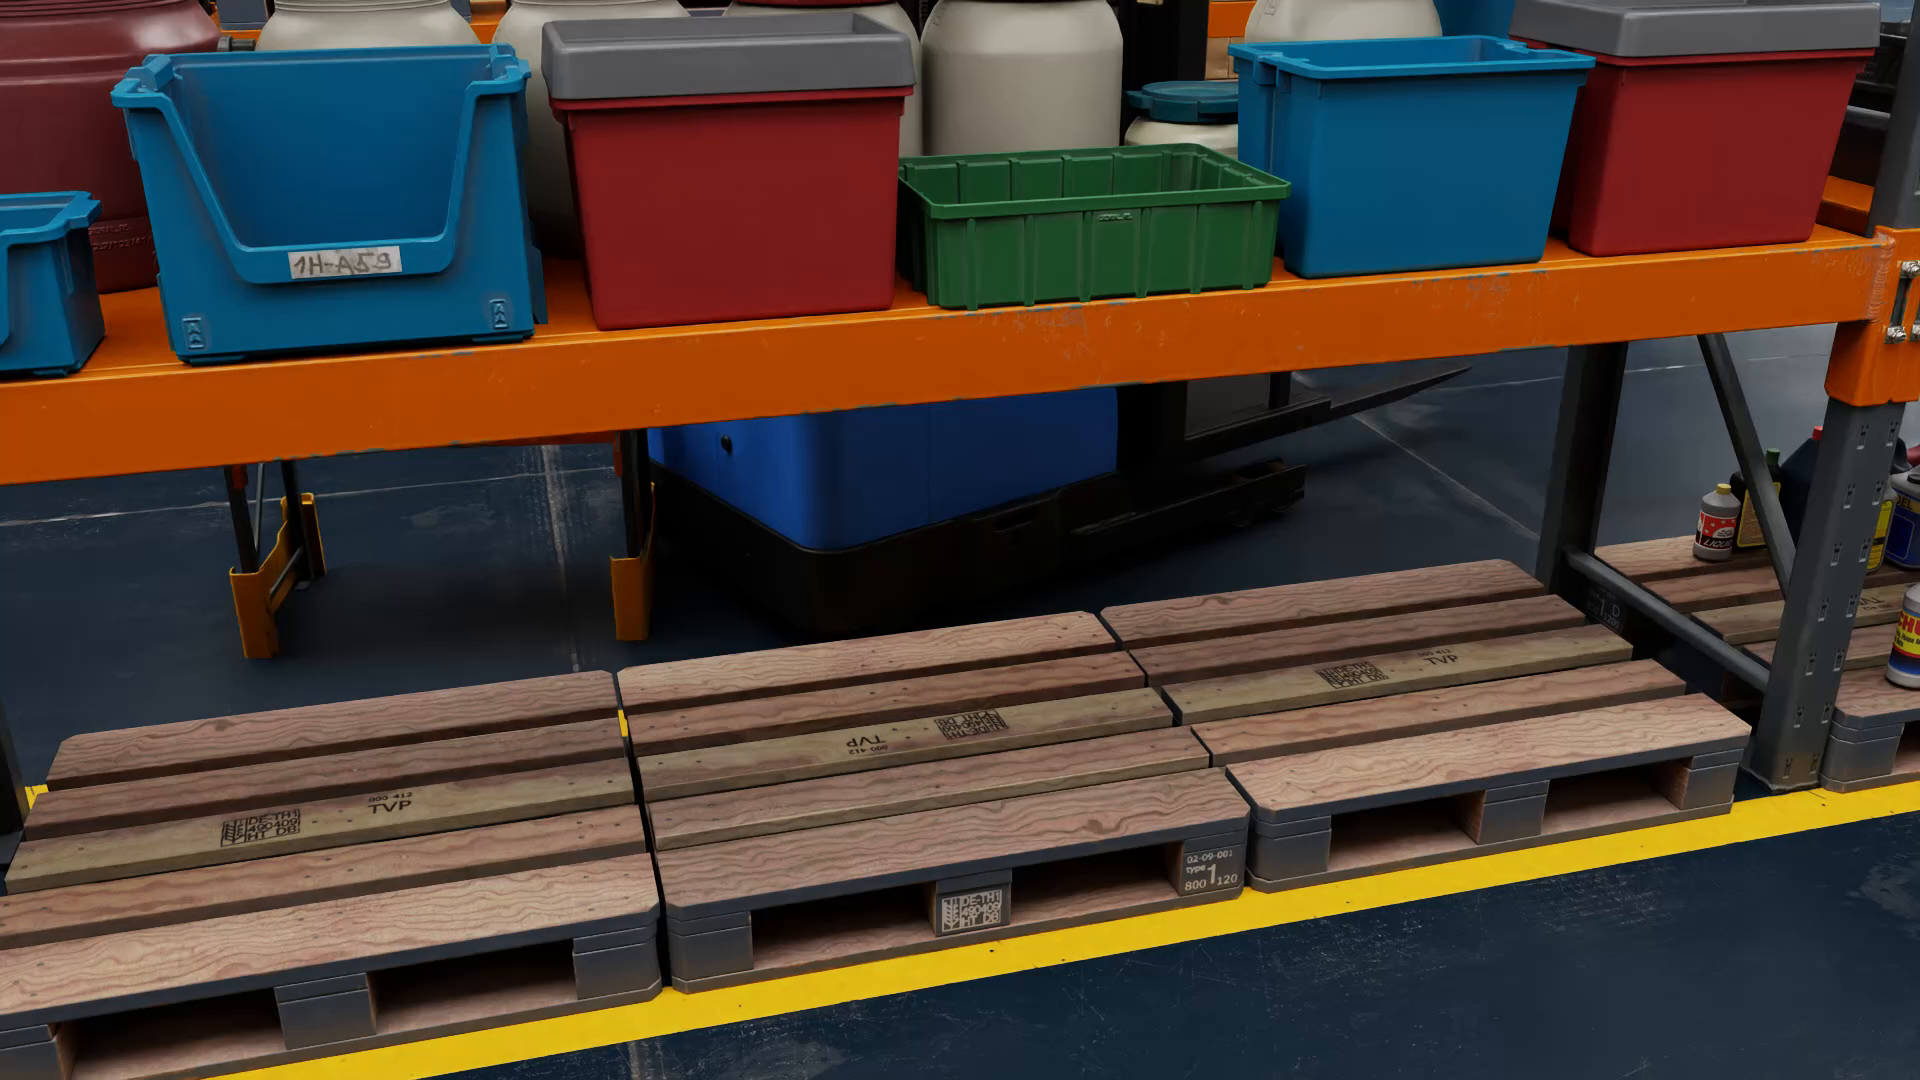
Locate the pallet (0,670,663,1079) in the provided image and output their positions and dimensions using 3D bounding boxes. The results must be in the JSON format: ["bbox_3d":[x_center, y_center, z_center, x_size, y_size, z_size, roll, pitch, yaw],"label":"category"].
[{"bbox_3d":[-1.280,0.658,3.448,1.213,0.211,1.003,-6,24,-14],"label":"pallet"}]

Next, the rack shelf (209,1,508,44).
[{"bbox_3d":[-1.449,-2.318,7.761,4.000,0.370,1.077,-6,24,-14],"label":"rack shelf"}]

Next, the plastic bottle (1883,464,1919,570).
[{"bbox_3d":[2.606,-0.077,4.521,0.135,0.276,0.152,-6,24,-14],"label":"plastic bottle"}]

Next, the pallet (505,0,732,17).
[{"bbox_3d":[-1.480,-2.574,7.688,1.213,0.211,1.003,-6,24,-14],"label":"pallet"}]

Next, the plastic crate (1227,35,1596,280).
[{"bbox_3d":[0.837,-0.738,3.187,0.575,0.384,0.392,-6,24,-14],"label":"plastic crate"}]

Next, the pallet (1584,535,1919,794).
[{"bbox_3d":[2.473,0.244,4.413,1.213,0.211,1.003,-6,24,-14],"label":"pallet"}]

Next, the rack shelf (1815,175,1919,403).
[{"bbox_3d":[3.740,-0.864,4.371,4.000,0.370,1.077,-6,24,-14],"label":"rack shelf"}]

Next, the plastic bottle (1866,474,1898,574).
[{"bbox_3d":[2.396,-0.090,4.456,0.185,0.351,0.144,-6,24,-14],"label":"plastic bottle"}]

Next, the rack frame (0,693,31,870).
[{"bbox_3d":[-2.037,-0.555,2.740,0.127,3.000,1.000,-6,24,-14],"label":"rack frame"}]

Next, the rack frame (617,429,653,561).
[{"bbox_3d":[-0.917,-0.523,4.566,0.032,1.500,0.500,-2,23,-5],"label":"rack frame"}]

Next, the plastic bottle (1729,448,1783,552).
[{"bbox_3d":[2.189,-0.112,4.593,0.133,0.283,0.061,-5,24,-12],"label":"plastic bottle"}]

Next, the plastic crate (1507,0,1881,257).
[{"bbox_3d":[1.431,-0.843,3.330,0.583,0.464,0.402,-6,24,-14],"label":"plastic crate"}]

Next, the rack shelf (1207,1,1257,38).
[{"bbox_3d":[2.402,-2.744,8.754,4.000,0.370,1.077,-6,24,-14],"label":"rack shelf"}]

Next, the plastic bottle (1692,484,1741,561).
[{"bbox_3d":[2.080,-0.055,4.564,0.097,0.201,0.097,0,23,0],"label":"plastic bottle"}]

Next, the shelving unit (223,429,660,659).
[{"bbox_3d":[-1.432,-0.502,4.518,1.083,1.500,0.587,-2,23,-5],"label":"shelving unit"}]

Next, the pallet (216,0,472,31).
[{"bbox_3d":[-2.717,-2.464,7.432,1.003,0.211,1.213,-6,24,-14],"label":"pallet"}]

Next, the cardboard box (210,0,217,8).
[{"bbox_3d":[-5.205,-3.546,11.397,0.500,0.250,0.500,-7,24,-16],"label":"cardboard box"}]

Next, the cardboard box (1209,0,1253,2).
[{"bbox_3d":[1.242,-2.714,8.089,0.250,0.149,0.380,-6,24,-14],"label":"cardboard box"}]

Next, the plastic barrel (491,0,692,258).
[{"bbox_3d":[-0.698,-0.842,3.267,0.421,0.512,0.421,0,23,0],"label":"plastic barrel"}]

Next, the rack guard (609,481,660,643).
[{"bbox_3d":[-0.936,0.053,4.811,0.087,0.250,0.587,-2,23,-5],"label":"rack guard"}]

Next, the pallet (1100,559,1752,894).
[{"bbox_3d":[1.069,0.398,4.054,1.213,0.211,1.003,-6,24,-14],"label":"pallet"}]

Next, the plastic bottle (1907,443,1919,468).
[{"bbox_3d":[2.687,-0.167,4.722,0.133,0.283,0.061,-5,24,-11],"label":"plastic bottle"}]

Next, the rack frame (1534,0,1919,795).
[{"bbox_3d":[1.815,-0.981,3.733,0.127,3.000,1.000,-6,24,-14],"label":"rack frame"}]

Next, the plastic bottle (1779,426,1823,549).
[{"bbox_3d":[2.357,-0.144,4.584,0.185,0.351,0.144,-7,24,-16],"label":"plastic bottle"}]

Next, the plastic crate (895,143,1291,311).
[{"bbox_3d":[0.214,-0.591,3.093,0.662,0.188,0.450,-6,24,-14],"label":"plastic crate"}]

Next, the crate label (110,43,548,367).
[{"bbox_3d":[-1.007,-0.575,2.740,0.616,0.435,0.502,-6,24,-14],"label":"crate label"}]

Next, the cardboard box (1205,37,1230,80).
[{"bbox_3d":[1.604,-4.206,13.411,0.875,0.875,0.875,-7,24,-15],"label":"cardboard box"}]

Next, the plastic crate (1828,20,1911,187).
[{"bbox_3d":[2.353,-0.960,3.763,0.504,0.338,0.767,-6,24,-14],"label":"plastic crate"}]

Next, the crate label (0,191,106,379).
[{"bbox_3d":[-1.530,-0.381,2.546,0.416,0.233,0.303,-6,24,-14],"label":"crate label"}]

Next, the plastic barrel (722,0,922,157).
[{"bbox_3d":[-0.289,-0.901,3.373,0.433,0.535,0.433,0,23,0],"label":"plastic barrel"}]

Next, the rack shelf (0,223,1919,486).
[{"bbox_3d":[-0.111,-0.438,3.378,4.000,0.370,1.077,-6,24,-14],"label":"rack shelf"}]

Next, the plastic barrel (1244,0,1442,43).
[{"bbox_3d":[0.834,-1.025,3.663,0.433,0.535,0.433,0,23,0],"label":"plastic barrel"}]

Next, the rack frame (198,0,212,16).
[{"bbox_3d":[-3.375,-2.436,7.123,0.127,3.000,1.000,-6,24,-14],"label":"rack frame"}]

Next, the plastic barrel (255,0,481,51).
[{"bbox_3d":[-1.104,-0.797,3.162,0.421,0.512,0.421,0,23,0],"label":"plastic barrel"}]

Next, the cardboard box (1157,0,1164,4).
[{"bbox_3d":[1.009,-2.677,8.003,0.250,0.149,0.380,-6,24,-14],"label":"cardboard box"}]

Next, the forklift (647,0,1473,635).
[{"bbox_3d":[0.513,-1.537,5.114,3.031,2.935,1.130,-17,28,-34],"label":"forklift"}]

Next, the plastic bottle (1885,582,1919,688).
[{"bbox_3d":[2.240,0.203,3.876,0.097,0.271,0.097,0,23,0],"label":"plastic bottle"}]

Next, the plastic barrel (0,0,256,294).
[{"bbox_3d":[-1.672,-0.782,3.097,0.708,0.536,0.600,-6,24,-14],"label":"plastic barrel"}]

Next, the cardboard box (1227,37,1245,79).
[{"bbox_3d":[2.450,-4.301,13.632,0.875,0.875,0.875,-6,24,-14],"label":"cardboard box"}]

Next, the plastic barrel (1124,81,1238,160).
[{"bbox_3d":[0.499,-0.835,3.568,0.301,0.262,0.301,0,23,0],"label":"plastic barrel"}]

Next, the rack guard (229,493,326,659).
[{"bbox_3d":[-1.927,0.092,4.719,0.087,0.250,0.587,-2,23,-5],"label":"rack guard"}]

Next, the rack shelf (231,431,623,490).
[{"bbox_3d":[-1.423,-0.337,4.590,1.000,0.185,0.538,-2,23,-5],"label":"rack shelf"}]

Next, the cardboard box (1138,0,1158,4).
[{"bbox_3d":[0.765,-2.655,7.952,0.250,0.149,0.380,-6,24,-14],"label":"cardboard box"}]

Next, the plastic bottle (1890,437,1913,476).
[{"bbox_3d":[2.542,-0.165,4.631,0.185,0.351,0.144,-8,24,-17],"label":"plastic bottle"}]

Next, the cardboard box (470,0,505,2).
[{"bbox_3d":[-3.166,-3.614,12.189,0.750,0.750,1.050,-6,24,-14],"label":"cardboard box"}]

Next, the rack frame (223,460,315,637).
[{"bbox_3d":[-1.928,-0.482,4.472,0.032,1.500,0.500,-2,23,-5],"label":"rack frame"}]

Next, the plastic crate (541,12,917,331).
[{"bbox_3d":[-0.398,-0.641,2.858,0.583,0.464,0.402,-6,24,-14],"label":"plastic crate"}]

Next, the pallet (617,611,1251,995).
[{"bbox_3d":[-0.108,0.530,3.748,1.213,0.211,1.003,-6,24,-14],"label":"pallet"}]

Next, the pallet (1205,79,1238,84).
[{"bbox_3d":[2.337,-3.785,13.804,1.213,0.211,1.003,-6,24,-14],"label":"pallet"}]

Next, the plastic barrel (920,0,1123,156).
[{"bbox_3d":[0.128,-0.947,3.481,0.433,0.535,0.433,0,23,0],"label":"plastic barrel"}]

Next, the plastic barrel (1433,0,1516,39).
[{"bbox_3d":[1.361,-1.286,3.806,0.708,0.901,0.600,-6,24,-14],"label":"plastic barrel"}]
